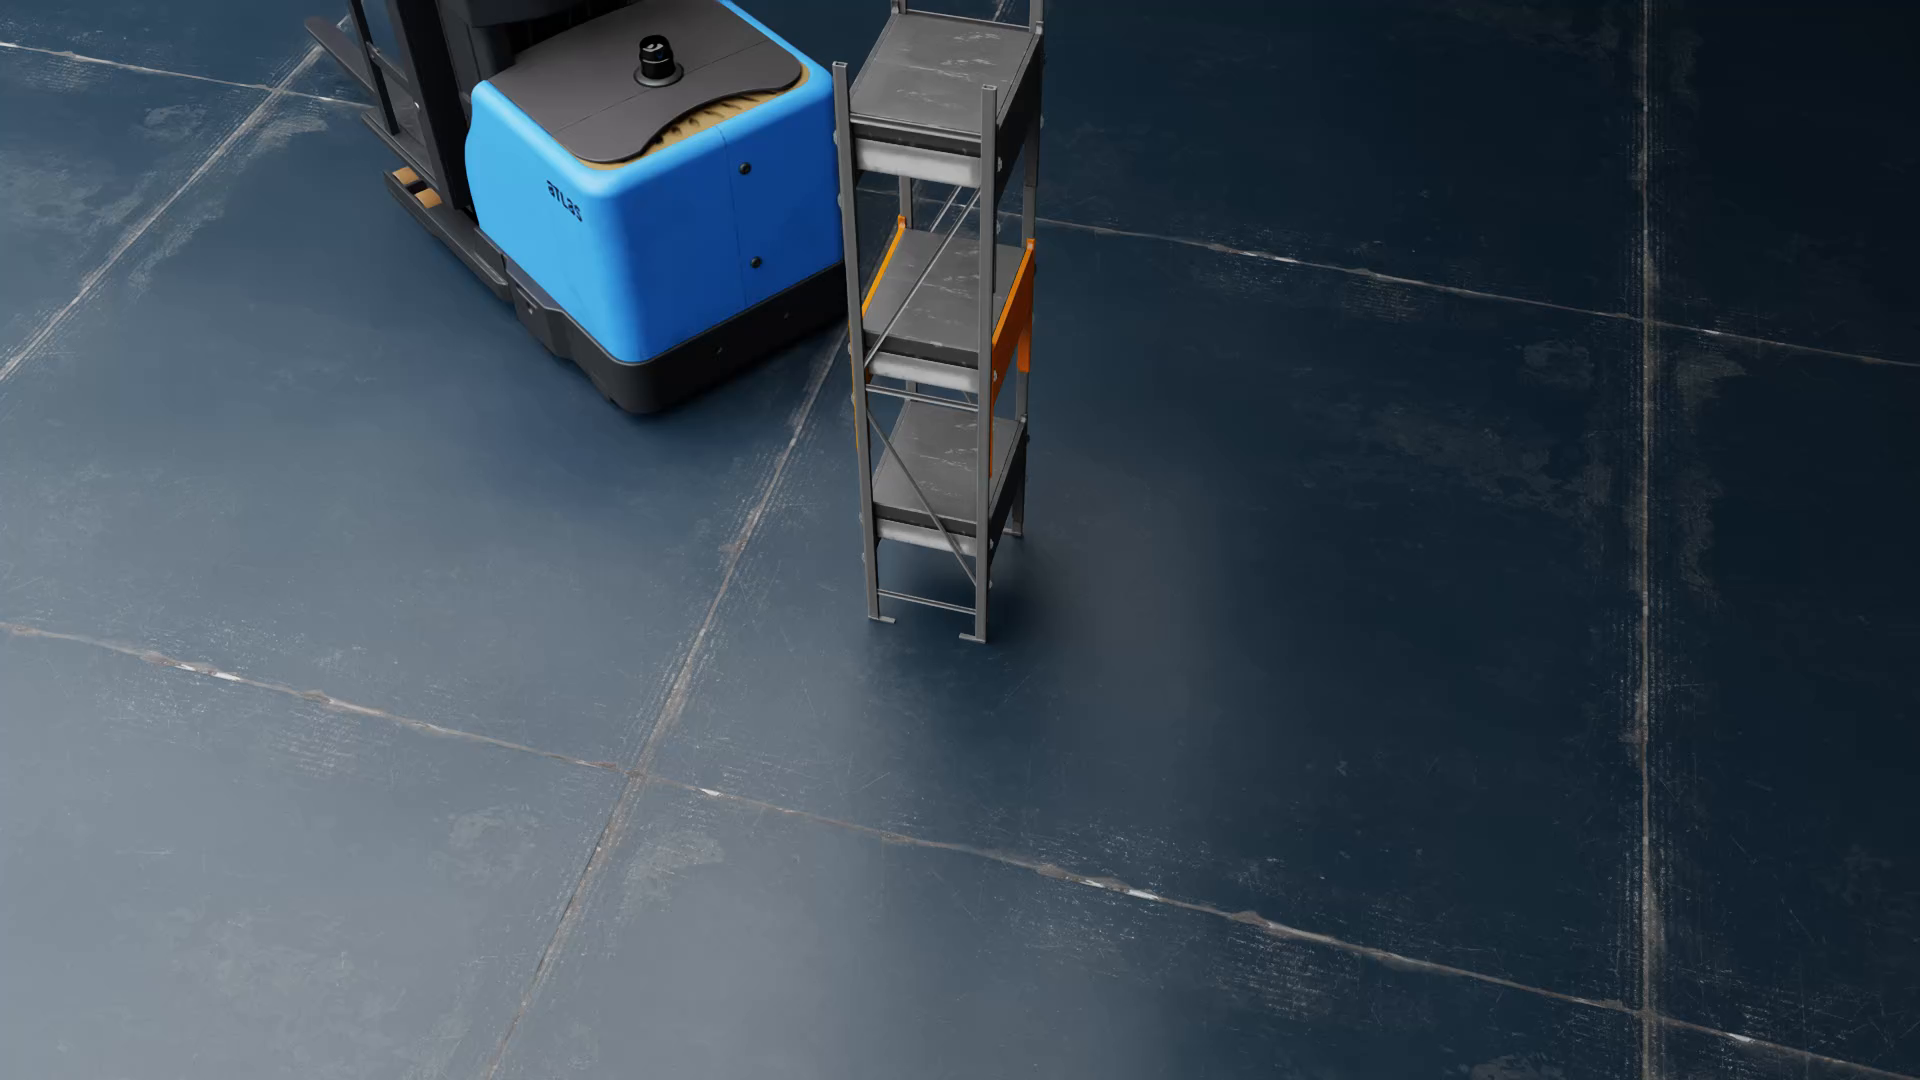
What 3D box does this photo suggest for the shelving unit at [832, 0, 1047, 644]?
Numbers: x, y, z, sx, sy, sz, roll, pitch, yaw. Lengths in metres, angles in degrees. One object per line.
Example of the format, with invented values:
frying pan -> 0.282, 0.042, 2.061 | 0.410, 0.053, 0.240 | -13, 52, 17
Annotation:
shelving unit -> -0.044, -0.575, 4.857 | 0.431, 2.100, 0.503 | 12, 50, 10

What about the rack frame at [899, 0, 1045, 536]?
rack frame -> 0.021, -0.752, 5.013 | 0.400, 2.100, 0.015 | 12, 50, 10

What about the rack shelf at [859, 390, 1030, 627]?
rack shelf -> -0.044, -0.103, 5.392 | 0.431, 0.518, 0.480 | 12, 50, 10

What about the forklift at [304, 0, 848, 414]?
forklift -> -1.745, -2.471, 5.976 | 1.130, 2.935, 3.031 | -32, 56, -25

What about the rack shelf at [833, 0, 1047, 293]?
rack shelf -> -0.044, -1.029, 4.342 | 0.431, 0.518, 0.480 | 12, 50, 10

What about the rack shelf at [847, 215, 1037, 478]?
rack shelf -> -0.044, -0.566, 4.867 | 0.431, 0.518, 0.480 | 12, 50, 10

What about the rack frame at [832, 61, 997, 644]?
rack frame -> -0.108, -0.399, 4.701 | 0.400, 2.100, 0.015 | 12, 50, 10
